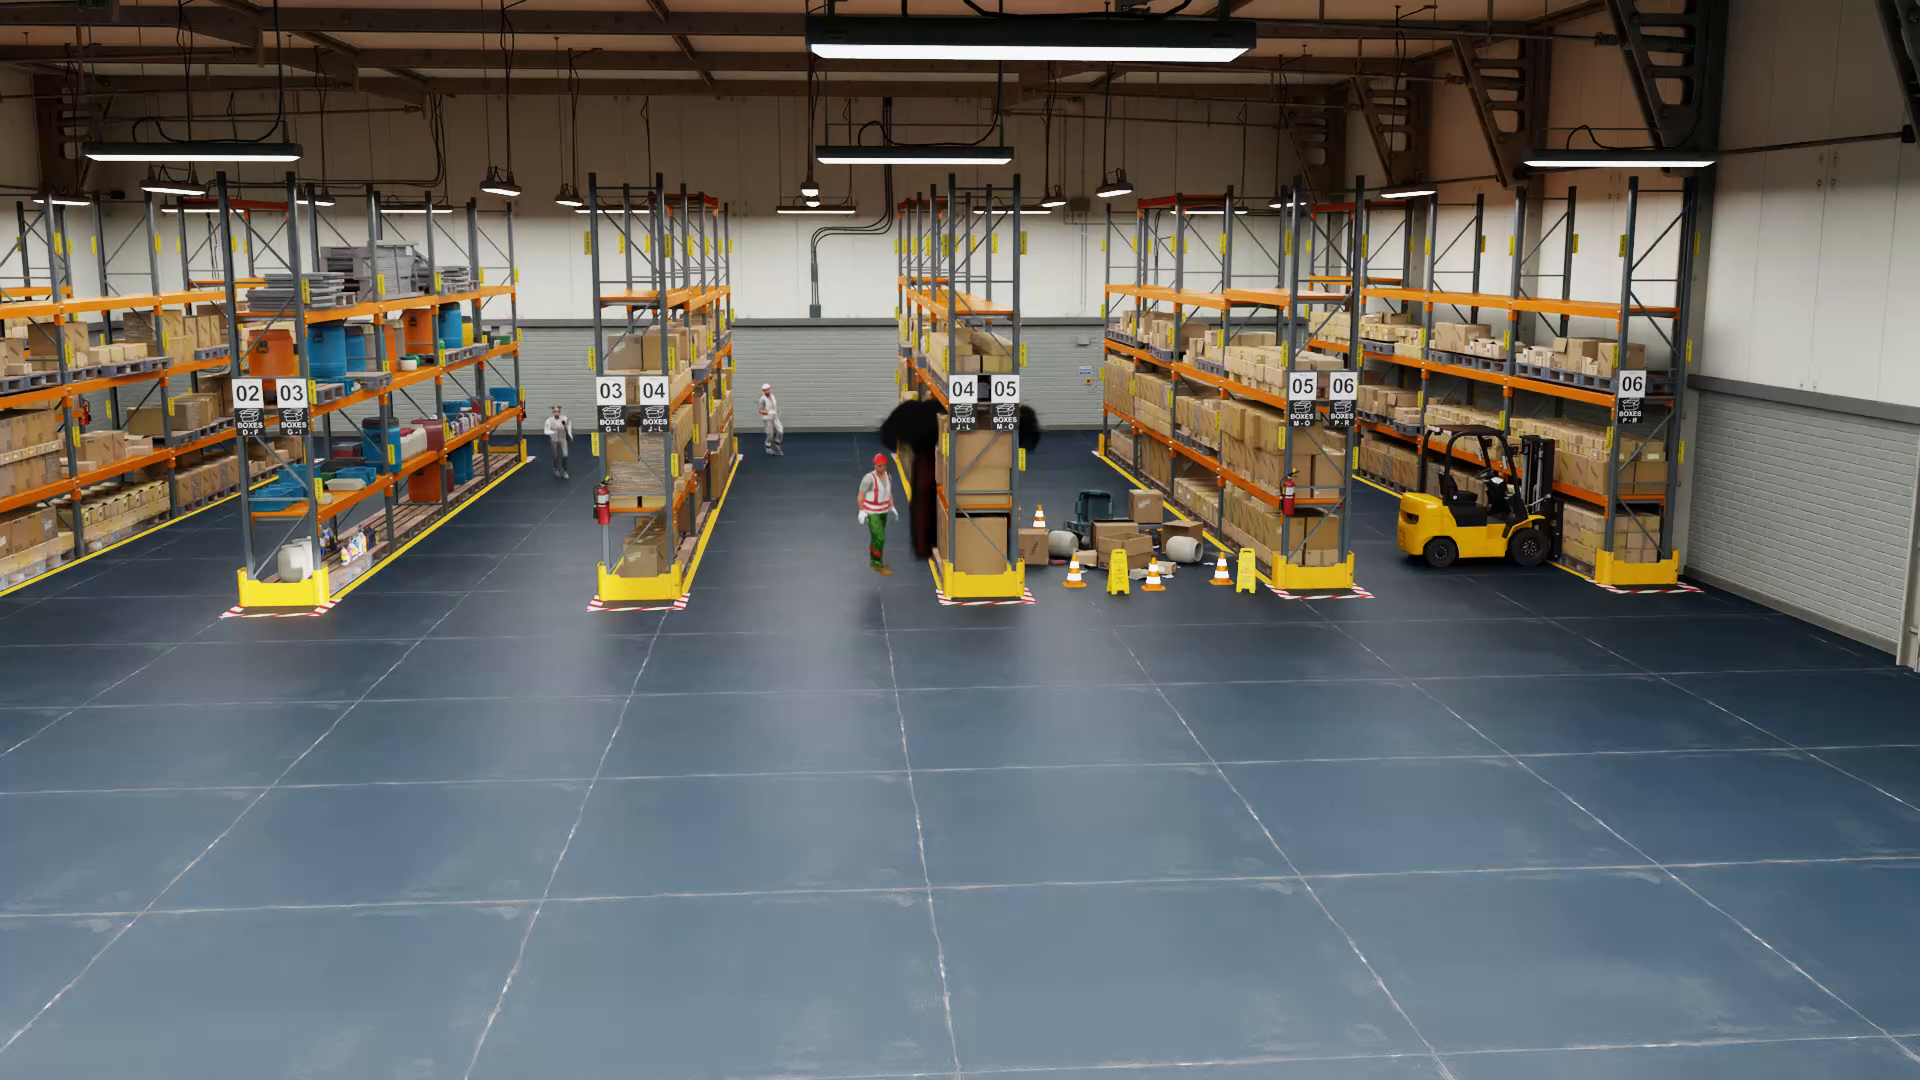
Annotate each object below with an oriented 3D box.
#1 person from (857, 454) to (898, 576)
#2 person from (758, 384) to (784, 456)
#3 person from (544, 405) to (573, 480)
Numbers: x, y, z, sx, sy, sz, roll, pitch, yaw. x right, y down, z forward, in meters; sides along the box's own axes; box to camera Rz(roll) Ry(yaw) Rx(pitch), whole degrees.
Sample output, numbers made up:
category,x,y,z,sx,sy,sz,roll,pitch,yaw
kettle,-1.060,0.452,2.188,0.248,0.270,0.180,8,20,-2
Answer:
category,x,y,z,sx,sy,sz,roll,pitch,yaw
person,-1.212,-0.381,24.186,0.584,1.788,0.626,8,13,37
person,-4.563,-2.880,39.961,0.672,1.769,0.648,-9,13,-41
person,-8.723,-2.134,36.155,0.613,1.635,0.923,-3,11,-18
